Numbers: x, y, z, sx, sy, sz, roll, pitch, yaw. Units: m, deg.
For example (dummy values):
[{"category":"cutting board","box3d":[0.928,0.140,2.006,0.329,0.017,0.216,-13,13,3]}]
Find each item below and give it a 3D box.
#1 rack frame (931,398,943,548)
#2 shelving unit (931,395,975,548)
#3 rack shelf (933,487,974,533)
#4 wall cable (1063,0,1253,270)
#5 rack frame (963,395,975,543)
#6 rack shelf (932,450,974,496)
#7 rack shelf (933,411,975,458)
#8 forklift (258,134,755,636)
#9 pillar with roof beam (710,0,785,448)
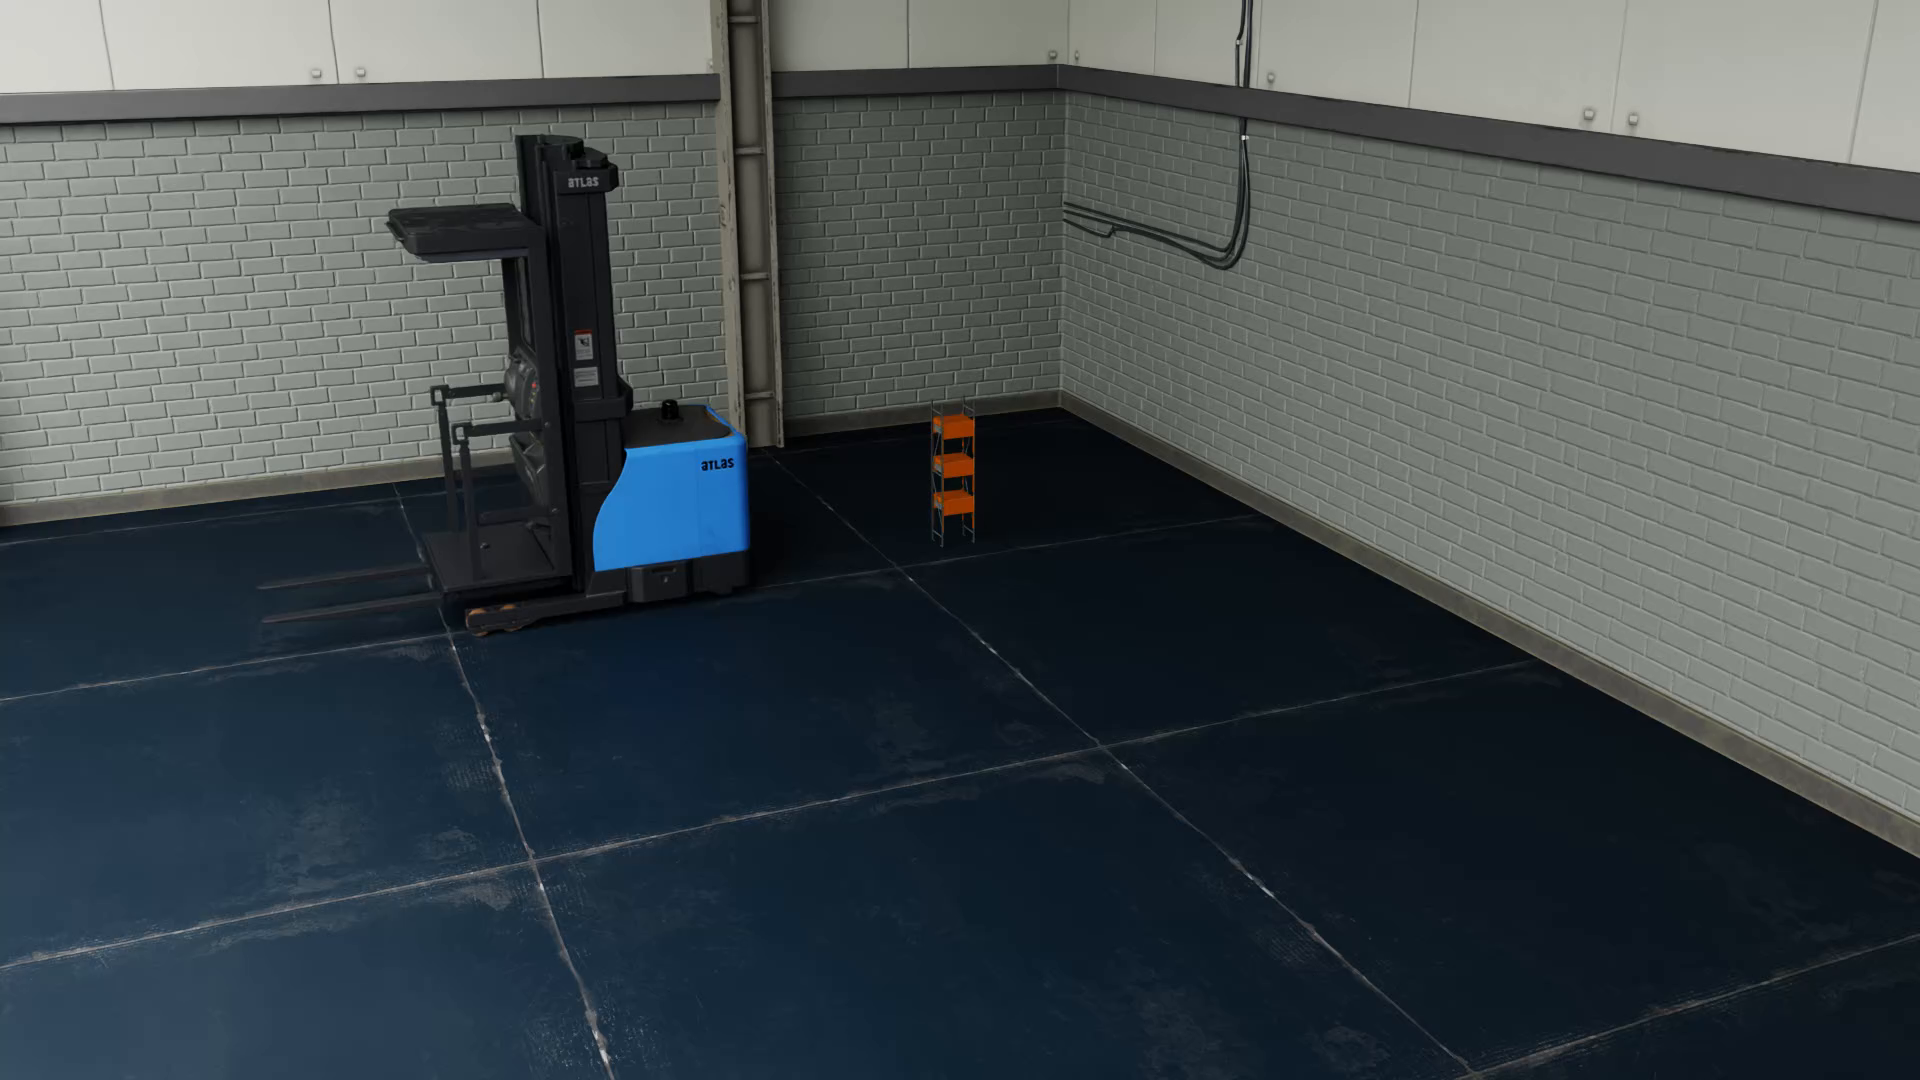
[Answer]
[{"category":"rack frame","box3d":[-0.161,-0.472,11.782,0.008,1.050,0.200,-8,21,-22]},{"category":"shelving unit","box3d":[-0.049,-0.488,11.828,0.252,1.050,0.215,-8,21,-22]},{"category":"rack shelf","box3d":[-0.049,-0.216,11.923,0.240,0.259,0.215,-8,21,-22]},{"category":"wall cable","box3d":[1.483,-3.586,13.331,0.112,2.526,3.097,-8,21,-22]},{"category":"rack frame","box3d":[0.063,-0.504,11.873,0.008,1.050,0.200,-8,21,-22]},{"category":"rack shelf","box3d":[-0.049,-0.478,11.831,0.240,0.259,0.215,-8,21,-22]},{"category":"rack shelf","box3d":[-0.049,-0.746,11.737,0.240,0.259,0.215,-8,21,-22]},{"category":"forklift","box3d":[-2.927,-0.984,10.403,3.031,2.935,1.130,-8,21,-22]},{"category":"pillar with roof beam","box3d":[-0.041,-3.753,9.132,0.400,9.000,9.100,-8,21,-22]}]
